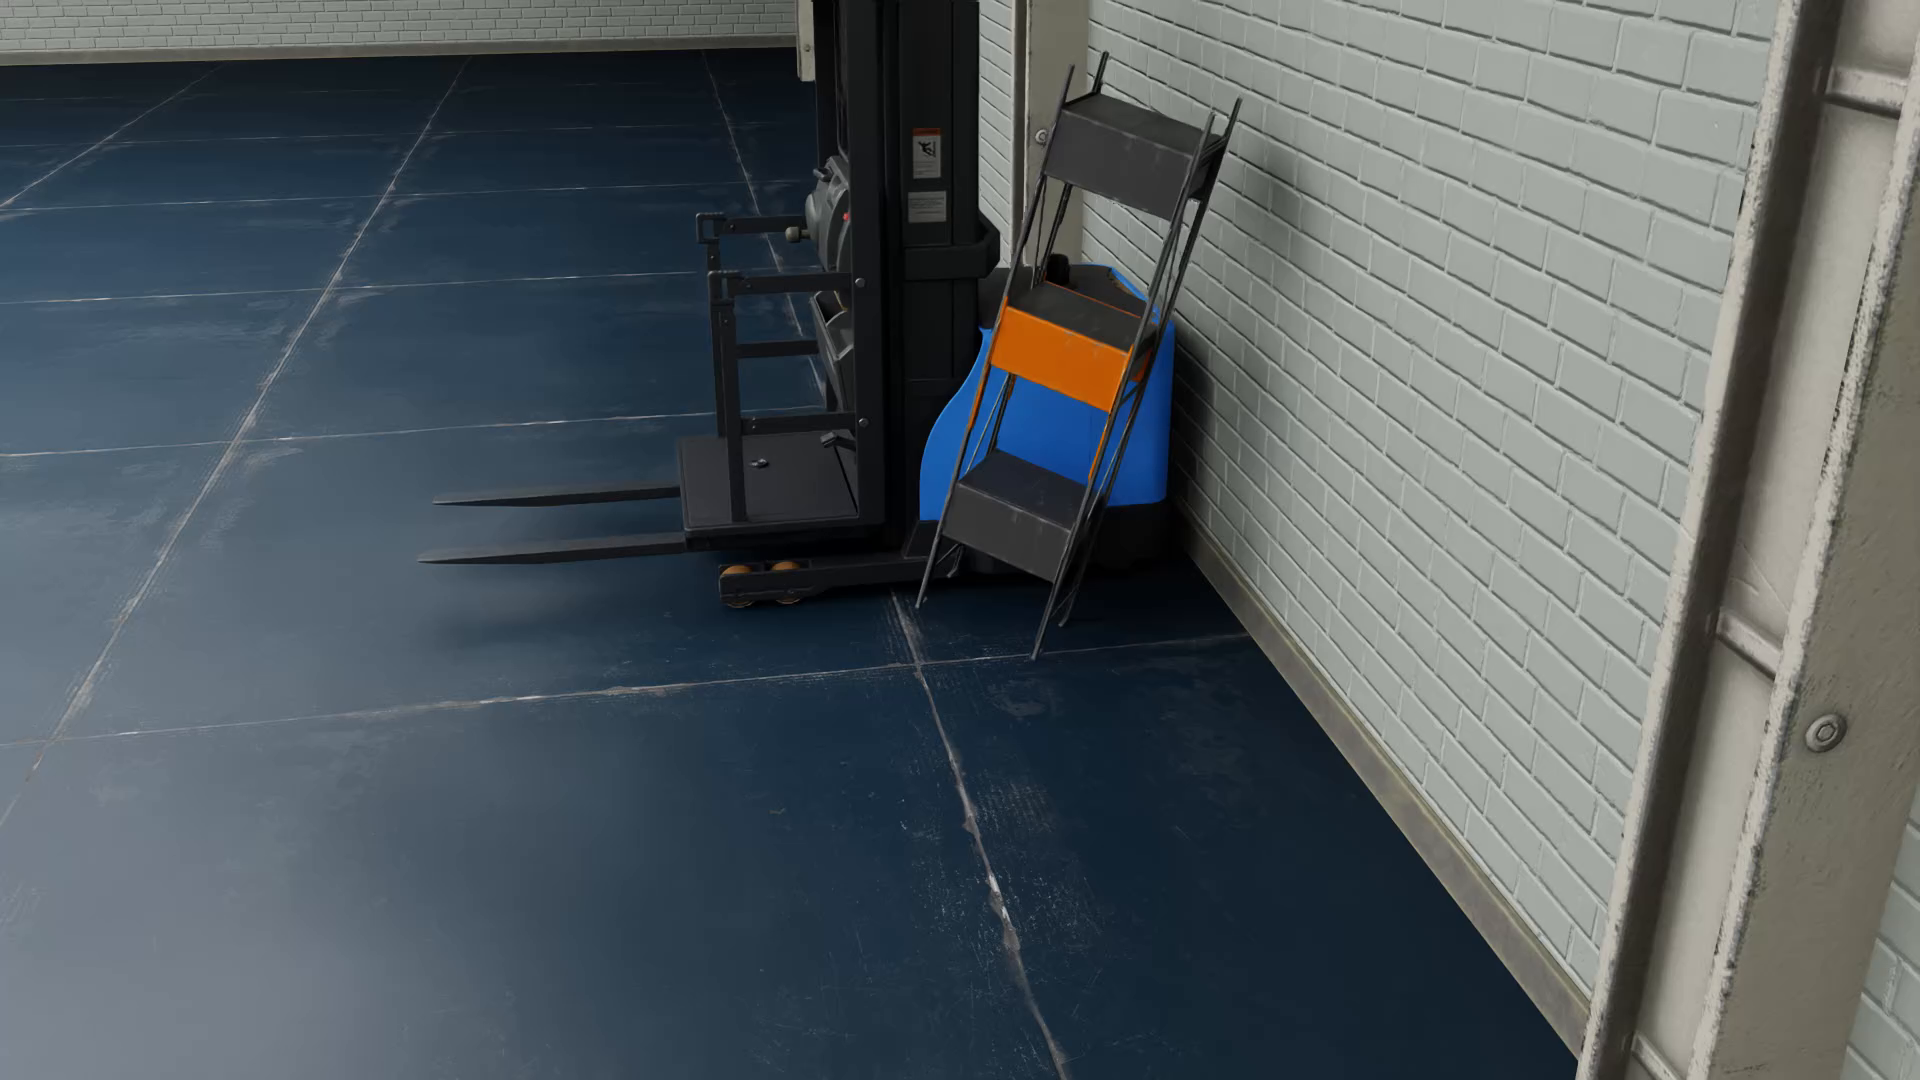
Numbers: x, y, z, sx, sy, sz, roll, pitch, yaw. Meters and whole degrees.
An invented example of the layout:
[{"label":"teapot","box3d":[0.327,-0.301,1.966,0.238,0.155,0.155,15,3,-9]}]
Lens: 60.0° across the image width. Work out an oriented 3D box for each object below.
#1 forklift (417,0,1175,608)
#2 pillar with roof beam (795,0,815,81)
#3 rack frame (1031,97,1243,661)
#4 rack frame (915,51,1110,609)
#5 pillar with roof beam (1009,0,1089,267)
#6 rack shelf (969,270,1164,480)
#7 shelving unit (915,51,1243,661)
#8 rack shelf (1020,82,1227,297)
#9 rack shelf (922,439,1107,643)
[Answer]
[{"label":"forklift","box3d":[-0.699,-1.302,6.569,3.031,2.935,1.130,-4,24,-10]},{"label":"pillar with roof beam","box3d":[-5.999,-9.330,17.370,9.100,9.000,0.400,-4,24,-10]},{"label":"rack frame","box3d":[0.605,-0.515,5.879,0.015,2.100,0.400,23,29,14]},{"label":"rack frame","box3d":[0.170,-0.704,5.994,0.015,2.100,0.400,23,29,14]},{"label":"pillar with roof beam","box3d":[-3.780,-4.610,6.563,9.100,9.000,0.400,-4,24,-10]},{"label":"rack shelf","box3d":[0.384,-0.597,5.943,0.480,0.518,0.431,23,29,14]},{"label":"shelving unit","box3d":[0.388,-0.609,5.937,0.503,2.100,0.431,23,29,14]},{"label":"rack shelf","box3d":[0.557,-1.192,5.616,0.480,0.518,0.431,23,29,14]},{"label":"rack shelf","box3d":[0.212,-0.003,6.270,0.480,0.518,0.431,23,29,14]}]
